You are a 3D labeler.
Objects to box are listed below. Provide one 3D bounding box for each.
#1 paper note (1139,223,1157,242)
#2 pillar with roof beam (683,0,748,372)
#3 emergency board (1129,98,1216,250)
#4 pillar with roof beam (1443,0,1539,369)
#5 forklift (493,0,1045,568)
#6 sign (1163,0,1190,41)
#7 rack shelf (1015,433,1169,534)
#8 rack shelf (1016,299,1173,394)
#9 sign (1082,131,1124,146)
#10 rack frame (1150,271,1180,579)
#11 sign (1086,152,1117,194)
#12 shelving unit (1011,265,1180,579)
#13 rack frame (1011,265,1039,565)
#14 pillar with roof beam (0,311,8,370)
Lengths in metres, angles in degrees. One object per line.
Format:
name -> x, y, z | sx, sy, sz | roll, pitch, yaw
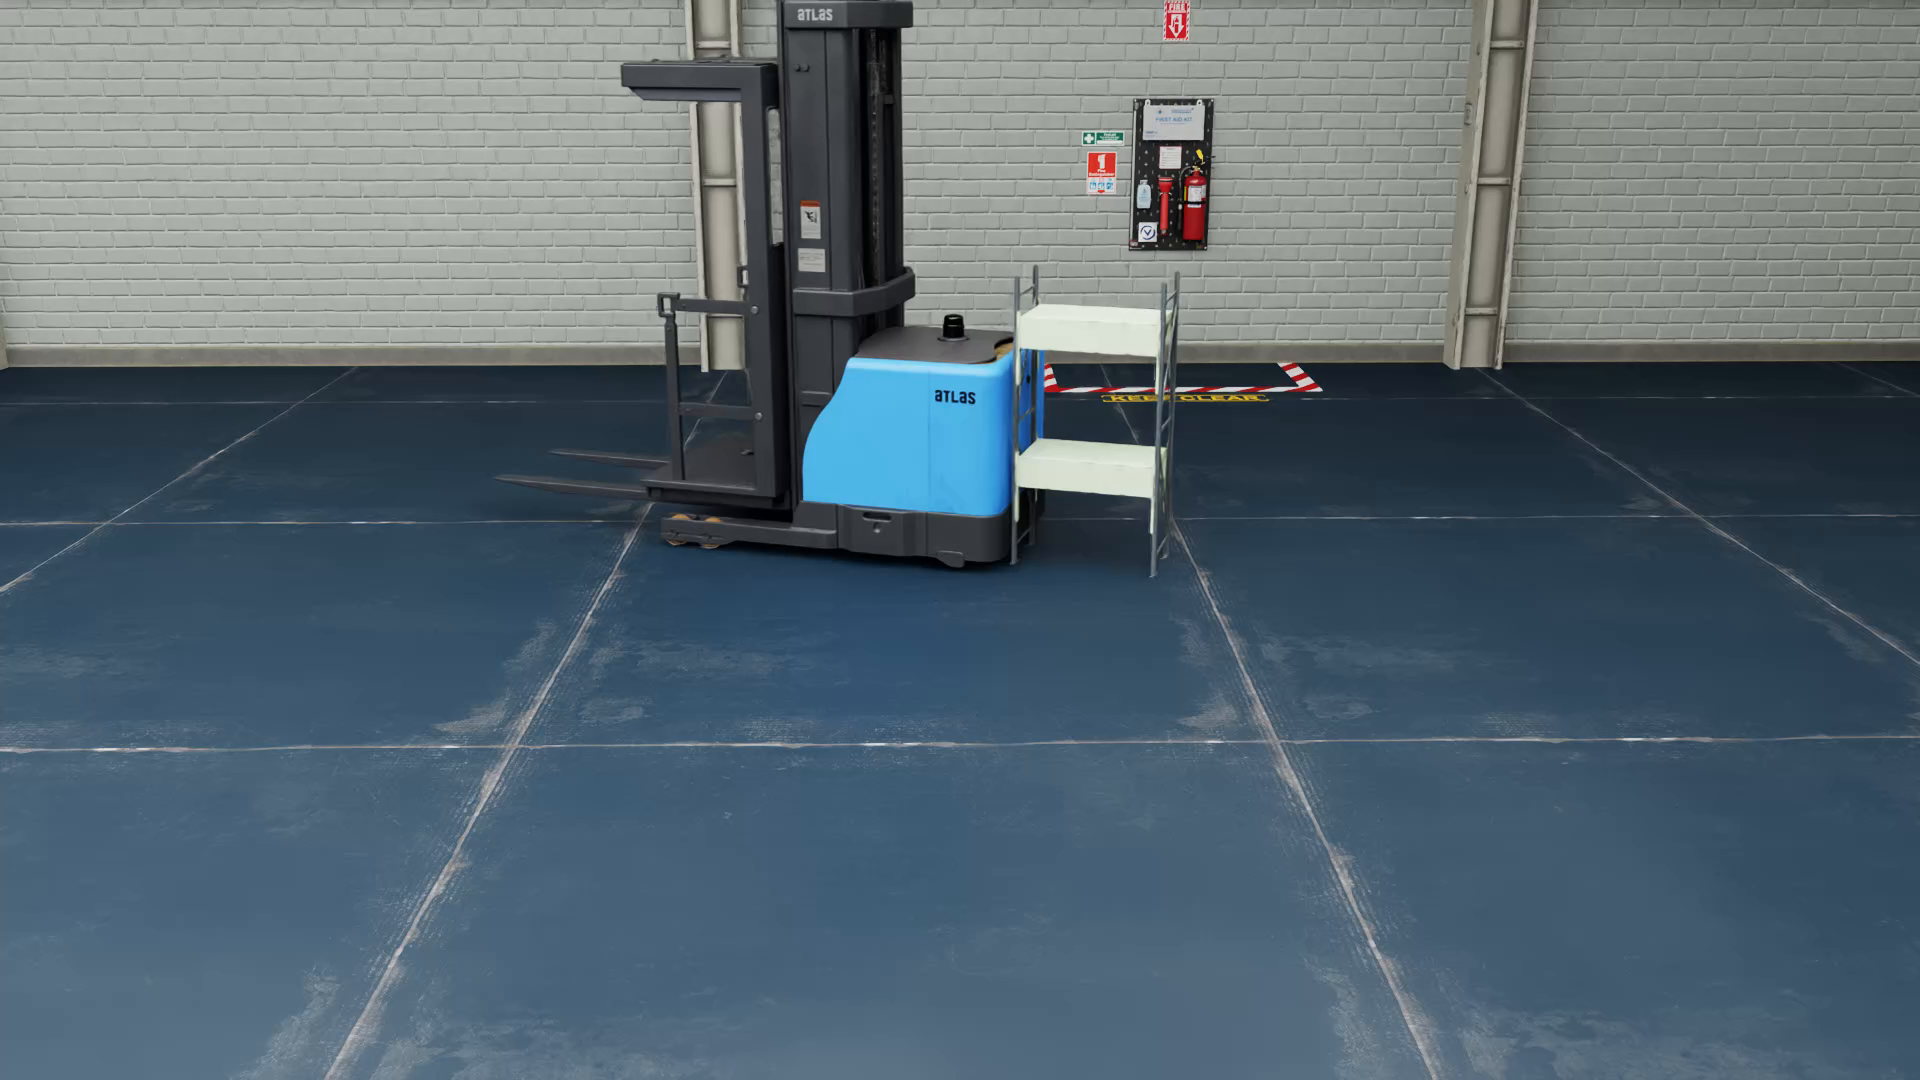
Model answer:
paper note -> 1.490, -2.442, 13.192 | 0.142, 0.148, 0.016 | 0, 18, -1
pillar with roof beam -> -1.792, -4.355, 7.890 | 0.400, 9.000, 9.100 | 0, 18, -1
emergency board -> 1.668, -2.841, 12.994 | 0.643, 1.169, 0.194 | 0, 18, -1
pillar with roof beam -> 4.208, -4.383, 7.980 | 0.400, 9.000, 9.100 | 0, 18, -1
forklift -> -1.101, -1.494, 8.907 | 3.031, 2.935, 1.130 | 5, 19, 16
sign -> 1.658, -3.976, 12.735 | 0.199, 0.298, 0.001 | 0, 18, -1
rack shelf -> 0.685, -0.299, 8.591 | 0.720, 0.370, 0.431 | 5, 19, 16
rack shelf -> 0.685, -0.981, 8.372 | 0.720, 0.370, 0.431 | 5, 19, 16
sign -> 1.118, -3.137, 12.990 | 0.331, 0.109, 0.001 | 0, 18, -1
rack frame -> 1.035, -0.577, 8.390 | 0.023, 1.500, 0.400 | 5, 19, 16
sign -> 1.114, -2.887, 13.079 | 0.234, 0.329, 0.001 | 0, 18, -1
shelving unit -> 0.685, -0.609, 8.492 | 0.755, 1.500, 0.431 | 5, 19, 16
rack frame -> 0.335, -0.642, 8.594 | 0.023, 1.500, 0.400 | 5, 19, 16
pillar with roof beam -> -7.791, -4.326, 7.800 | 0.400, 9.000, 9.100 | 0, 18, -1
